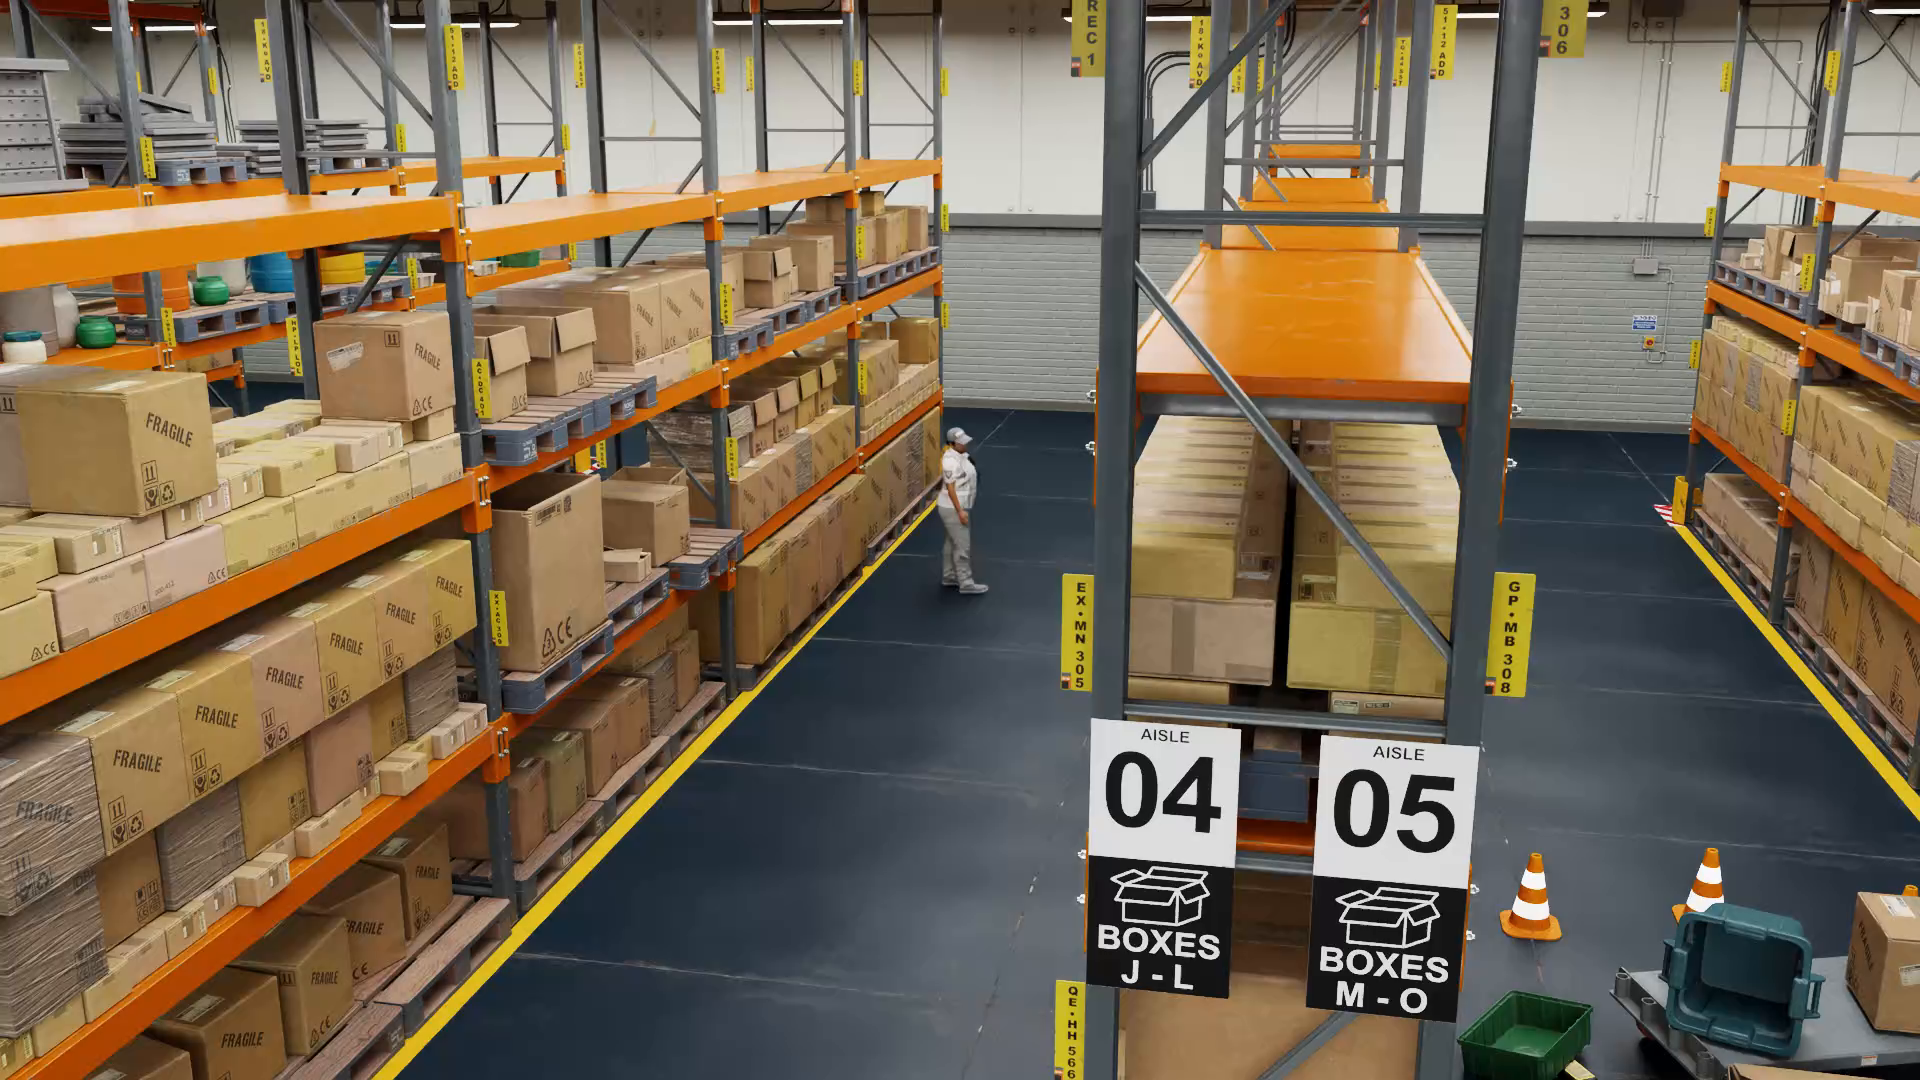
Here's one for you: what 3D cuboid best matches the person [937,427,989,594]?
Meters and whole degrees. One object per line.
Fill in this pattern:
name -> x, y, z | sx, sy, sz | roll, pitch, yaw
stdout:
person -> 0.047, -0.303, 16.582 | 0.536, 1.669, 0.550 | 3, 15, 10
